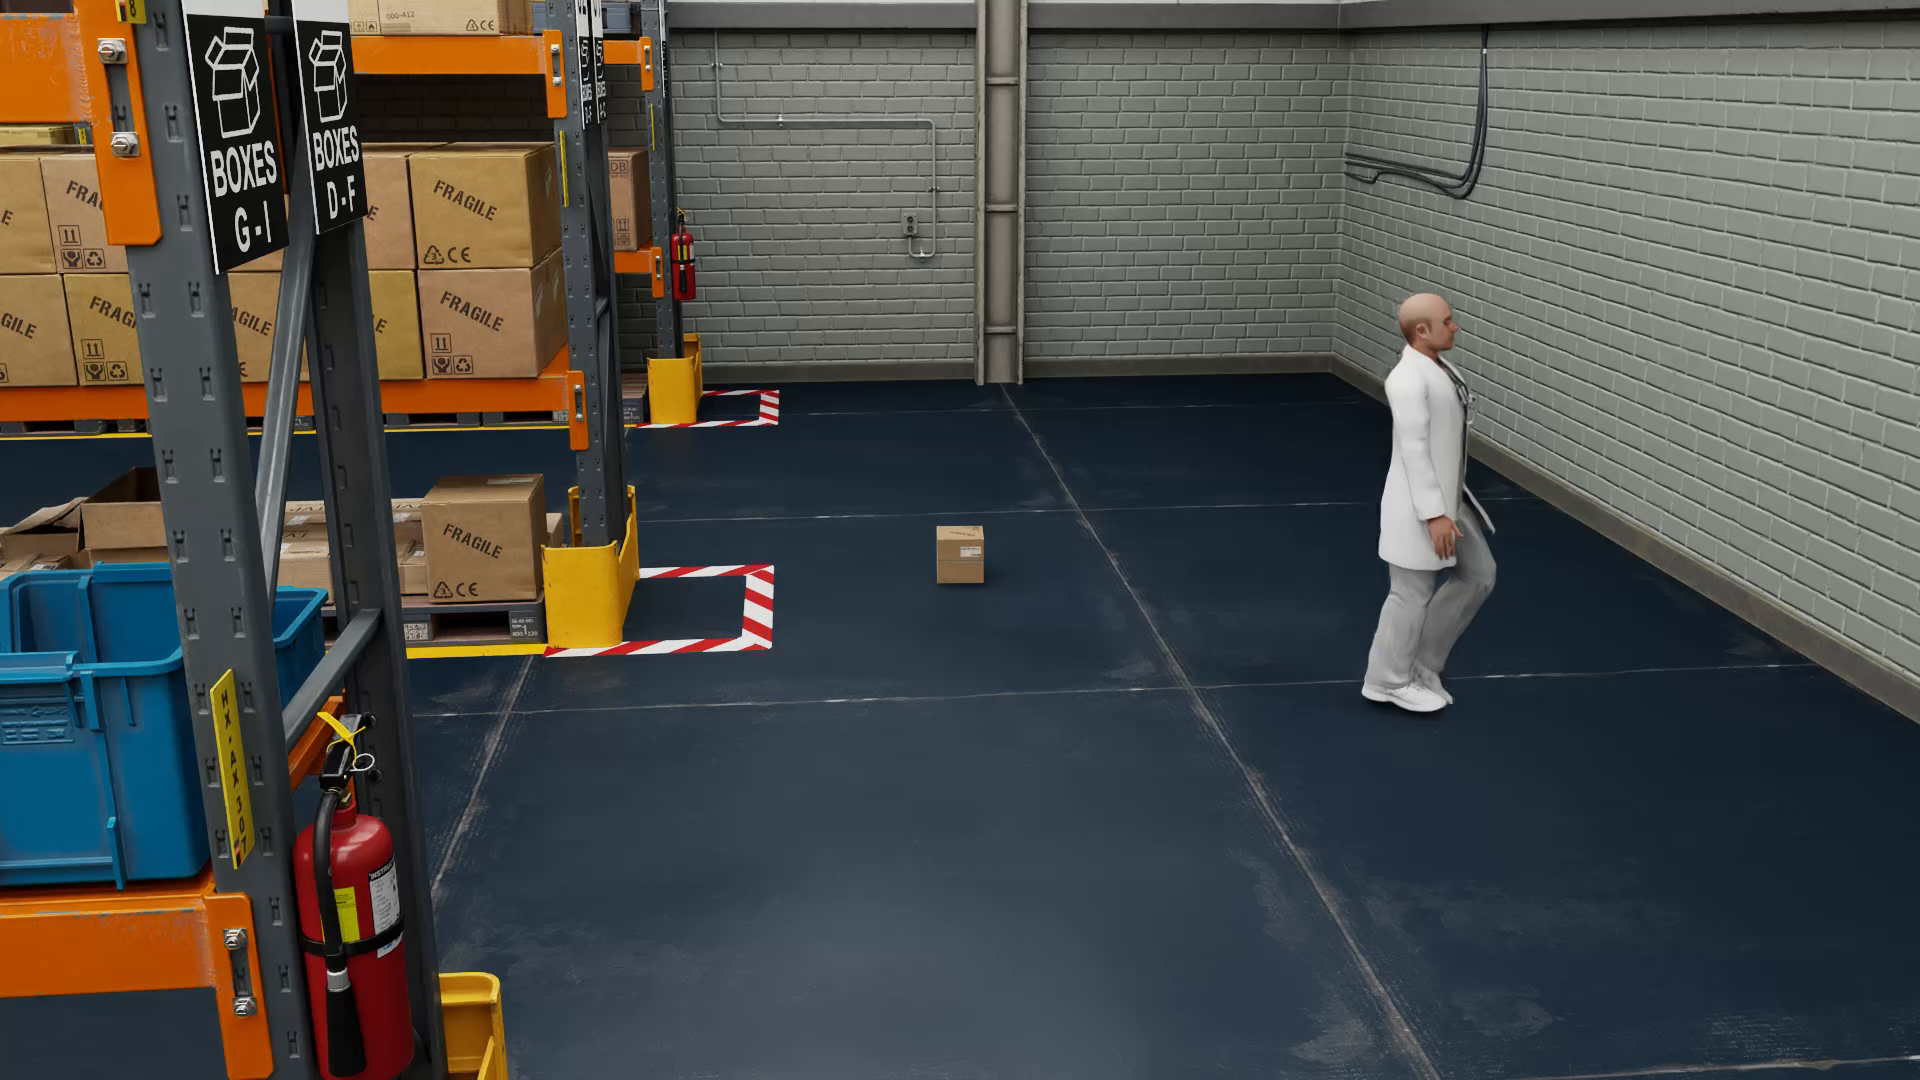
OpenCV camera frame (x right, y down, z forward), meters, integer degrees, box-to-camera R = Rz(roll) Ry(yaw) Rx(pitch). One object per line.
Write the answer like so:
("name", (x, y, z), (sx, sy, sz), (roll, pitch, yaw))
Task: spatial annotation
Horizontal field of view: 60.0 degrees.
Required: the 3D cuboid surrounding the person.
("person", (2.057, -0.083, 6.911), (0.666, 1.848, 0.573), (10, 19, 30))
